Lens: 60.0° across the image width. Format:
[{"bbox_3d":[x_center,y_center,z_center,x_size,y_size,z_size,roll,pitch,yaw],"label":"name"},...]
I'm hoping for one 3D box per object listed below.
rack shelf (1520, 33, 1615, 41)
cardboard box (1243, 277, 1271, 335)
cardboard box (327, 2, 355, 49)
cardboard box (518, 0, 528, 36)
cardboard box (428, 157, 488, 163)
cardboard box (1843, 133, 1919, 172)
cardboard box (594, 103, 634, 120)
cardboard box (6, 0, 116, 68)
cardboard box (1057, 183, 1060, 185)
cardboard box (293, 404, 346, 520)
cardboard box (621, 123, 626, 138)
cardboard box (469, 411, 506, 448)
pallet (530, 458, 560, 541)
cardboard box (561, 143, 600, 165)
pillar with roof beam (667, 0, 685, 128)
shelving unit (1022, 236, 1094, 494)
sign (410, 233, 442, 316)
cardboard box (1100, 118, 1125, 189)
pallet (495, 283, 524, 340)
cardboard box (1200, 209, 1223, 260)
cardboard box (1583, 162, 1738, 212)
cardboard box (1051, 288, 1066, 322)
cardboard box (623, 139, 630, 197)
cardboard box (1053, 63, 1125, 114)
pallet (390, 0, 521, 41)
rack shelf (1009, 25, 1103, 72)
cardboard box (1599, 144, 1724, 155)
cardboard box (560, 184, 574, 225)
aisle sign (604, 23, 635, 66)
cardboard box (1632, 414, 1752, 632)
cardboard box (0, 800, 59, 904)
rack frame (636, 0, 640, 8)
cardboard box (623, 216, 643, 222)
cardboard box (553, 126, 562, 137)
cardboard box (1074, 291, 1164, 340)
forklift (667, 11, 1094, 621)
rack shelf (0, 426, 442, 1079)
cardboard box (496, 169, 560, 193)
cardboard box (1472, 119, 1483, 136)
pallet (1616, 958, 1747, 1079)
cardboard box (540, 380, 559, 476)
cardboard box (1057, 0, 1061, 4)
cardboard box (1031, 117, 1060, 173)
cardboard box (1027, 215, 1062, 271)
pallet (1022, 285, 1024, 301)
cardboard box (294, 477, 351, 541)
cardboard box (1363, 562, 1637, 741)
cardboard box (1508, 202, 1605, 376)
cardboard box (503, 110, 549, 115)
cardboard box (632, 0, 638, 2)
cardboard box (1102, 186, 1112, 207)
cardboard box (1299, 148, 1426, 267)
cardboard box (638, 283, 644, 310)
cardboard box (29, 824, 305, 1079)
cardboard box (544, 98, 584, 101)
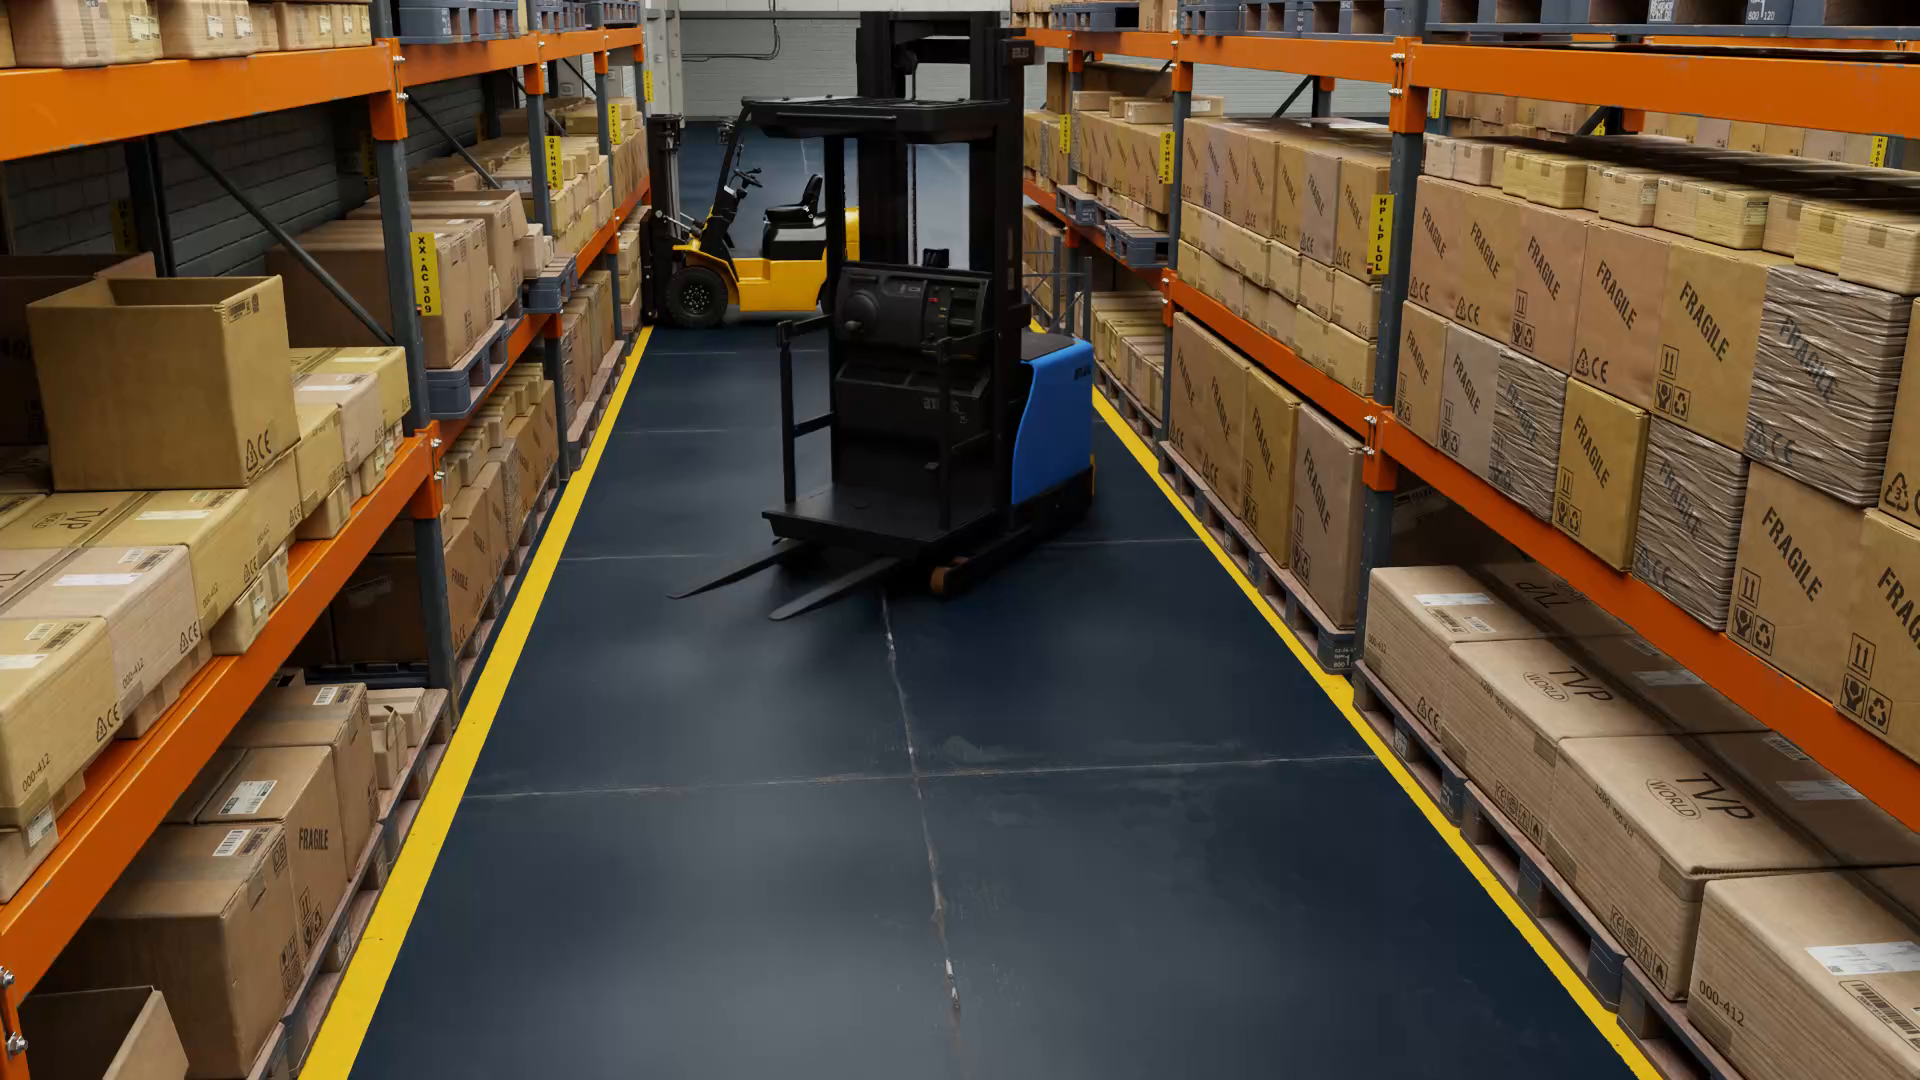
[{"bbox_3d":[6.167,-5.021,16.857,1.077,0.370,4.000,-2,18,-6],"label":"rack shelf"},{"bbox_3d":[1.846,-1.282,9.003,0.500,0.250,0.500,-2,18,-6],"label":"cardboard box"},{"bbox_3d":[-2.298,-1.757,5.677,0.380,0.149,0.250,-2,18,-6],"label":"cardboard box"},{"bbox_3d":[-2.769,-3.023,9.540,0.500,0.250,0.500,-2,18,-7],"label":"cardboard box"},{"bbox_3d":[-3.556,-2.633,11.806,0.380,0.149,0.250,-2,18,-7],"label":"cardboard box"},{"bbox_3d":[6.750,-2.805,11.767,0.700,0.500,0.500,-2,18,-6],"label":"cardboard box"},{"bbox_3d":[-3.411,-4.214,16.344,0.380,0.149,0.250,-1,17,-5],"label":"cardboard box"},{"bbox_3d":[-2.026,-1.070,3.489,0.380,0.149,0.250,-1,17,-4],"label":"cardboard box"},{"bbox_3d":[1.092,-3.195,15.266,0.380,0.149,0.250,-1,17,-4],"label":"cardboard box"},{"bbox_3d":[-2.251,-0.245,5.204,0.500,0.250,0.500,-2,18,-6],"label":"cardboard box"},{"bbox_3d":[-3.351,-3.843,15.659,0.380,0.149,0.250,-2,18,-7],"label":"cardboard box"},{"bbox_3d":[-2.652,-0.590,8.939,0.380,0.149,0.250,-3,18,-8],"label":"cardboard box"},{"bbox_3d":[-3.024,-0.254,10.135,1.003,0.211,1.213,-2,18,-6],"label":"pallet"},{"bbox_3d":[-3.044,-3.037,13.094,0.380,0.149,0.250,-2,18,-7],"label":"cardboard box"},{"bbox_3d":[-3.526,-15.890,45.267,9.100,9.000,0.400,-2,18,-6],"label":"pillar with roof beam"},{"bbox_3d":[0.495,-1.157,10.858,0.587,1.500,1.083,-2,18,-7],"label":"shelving unit"},{"bbox_3d":[-2.112,-1.049,6.565,0.100,0.325,0.005,-2,18,-6],"label":"sign"},{"bbox_3d":[1.377,-2.946,12.690,0.500,0.500,0.500,-2,18,-8],"label":"cardboard box"},{"bbox_3d":[-2.859,-1.138,8.613,1.003,0.211,1.213,-2,18,-6],"label":"pallet"},{"bbox_3d":[1.732,-1.817,9.873,0.500,0.250,0.500,-1,17,-4],"label":"cardboard box"},{"bbox_3d":[2.242,-1.124,5.331,0.380,0.149,0.250,-2,18,-6],"label":"cardboard box"},{"bbox_3d":[1.132,-2.211,15.601,0.500,0.250,0.500,-1,17,-3],"label":"cardboard box"},{"bbox_3d":[-3.386,-3.494,15.630,0.500,0.500,0.500,-2,18,-6],"label":"cardboard box"},{"bbox_3d":[1.362,-4.717,17.360,0.700,0.500,0.500,-2,18,-5],"label":"cardboard box"},{"bbox_3d":[-2.759,-2.464,7.822,1.213,0.211,1.003,-2,18,-6],"label":"pallet"},{"bbox_3d":[1.254,-4.838,16.274,1.077,0.370,4.000,-2,18,-6],"label":"rack shelf"},{"bbox_3d":[2.569,-1.367,6.104,0.380,0.149,0.250,-2,18,-6],"label":"cardboard box"},{"bbox_3d":[-2.917,-2.264,11.298,0.500,0.250,0.500,-1,17,-4],"label":"cardboard box"},{"bbox_3d":[-3.604,-5.461,17.723,0.394,0.787,0.004,-2,18,-6],"label":"aisle sign"},{"bbox_3d":[2.286,-0.066,4.711,0.500,0.500,0.500,-1,17,-4],"label":"cardboard box"},{"bbox_3d":[-2.000,0.588,3.214,0.380,0.149,0.250,-2,18,-6],"label":"cardboard box"},{"bbox_3d":[-3.889,-7.054,17.123,1.000,3.000,0.127,-2,18,-6],"label":"rack frame"},{"bbox_3d":[-3.411,-3.128,16.853,0.500,0.250,0.500,-2,17,-5],"label":"cardboard box"},{"bbox_3d":[-3.842,-3.751,15.367,0.380,0.149,0.250,-1,17,-4],"label":"cardboard box"},{"bbox_3d":[1.517,-1.945,14.551,0.950,0.372,0.625,-2,17,-5],"label":"cardboard box"},{"bbox_3d":[-0.371,-1.253,8.776,1.130,2.935,3.031,10,20,29],"label":"forklift"},{"bbox_3d":[-2.445,0.322,4.843,1.077,0.370,4.000,-2,18,-6],"label":"rack shelf"},{"bbox_3d":[-2.833,-2.349,10.902,0.380,0.149,0.250,-1,17,-4],"label":"cardboard box"},{"bbox_3d":[6.123,-4.329,18.207,0.875,0.550,0.550,-2,18,-6],"label":"cardboard box"},{"bbox_3d":[2.538,1.515,4.498,1.003,0.211,1.213,-2,18,-6],"label":"pallet"},{"bbox_3d":[-2.806,-0.697,10.361,0.500,0.500,0.500,-1,17,-4],"label":"cardboard box"},{"bbox_3d":[1.147,-4.780,14.640,0.500,0.250,0.500,-2,18,-6],"label":"cardboard box"},{"bbox_3d":[0.992,-3.929,16.521,0.500,0.500,0.500,-2,18,-7],"label":"cardboard box"},{"bbox_3d":[0.961,-3.031,16.962,0.500,0.500,0.500,-1,17,-5],"label":"cardboard box"},{"bbox_3d":[1.104,-2.750,18.085,1.003,0.211,1.213,-2,18,-6],"label":"pallet"},{"bbox_3d":[-2.213,-0.102,5.413,0.380,0.149,0.250,-2,18,-6],"label":"cardboard box"},{"bbox_3d":[2.244,0.441,6.840,0.875,0.438,0.875,-2,18,-6],"label":"cardboard box"},{"bbox_3d":[2.181,-0.843,5.518,0.500,0.500,0.500,-1,17,-5],"label":"cardboard box"},{"bbox_3d":[-3.923,-3.812,15.066,0.380,0.149,0.250,-2,18,-7],"label":"cardboard box"},{"bbox_3d":[-3.601,-5.794,17.083,0.500,0.500,0.500,-1,17,-4],"label":"cardboard box"},{"bbox_3d":[1.310,-2.672,12.897,0.380,0.149,0.250,-1,17,-4],"label":"cardboard box"},{"bbox_3d":[1.929,-1.575,7.850,0.500,0.500,0.500,-1,17,-5],"label":"cardboard box"},{"bbox_3d":[-3.333,-2.346,16.033,0.500,0.250,0.500,-1,17,-5],"label":"cardboard box"},{"bbox_3d":[-2.257,1.126,4.554,0.700,0.500,0.500,-1,17,-3],"label":"cardboard box"},{"bbox_3d":[-4.102,-4.503,17.267,0.380,0.149,0.250,-1,17,-4],"label":"cardboard box"}]
